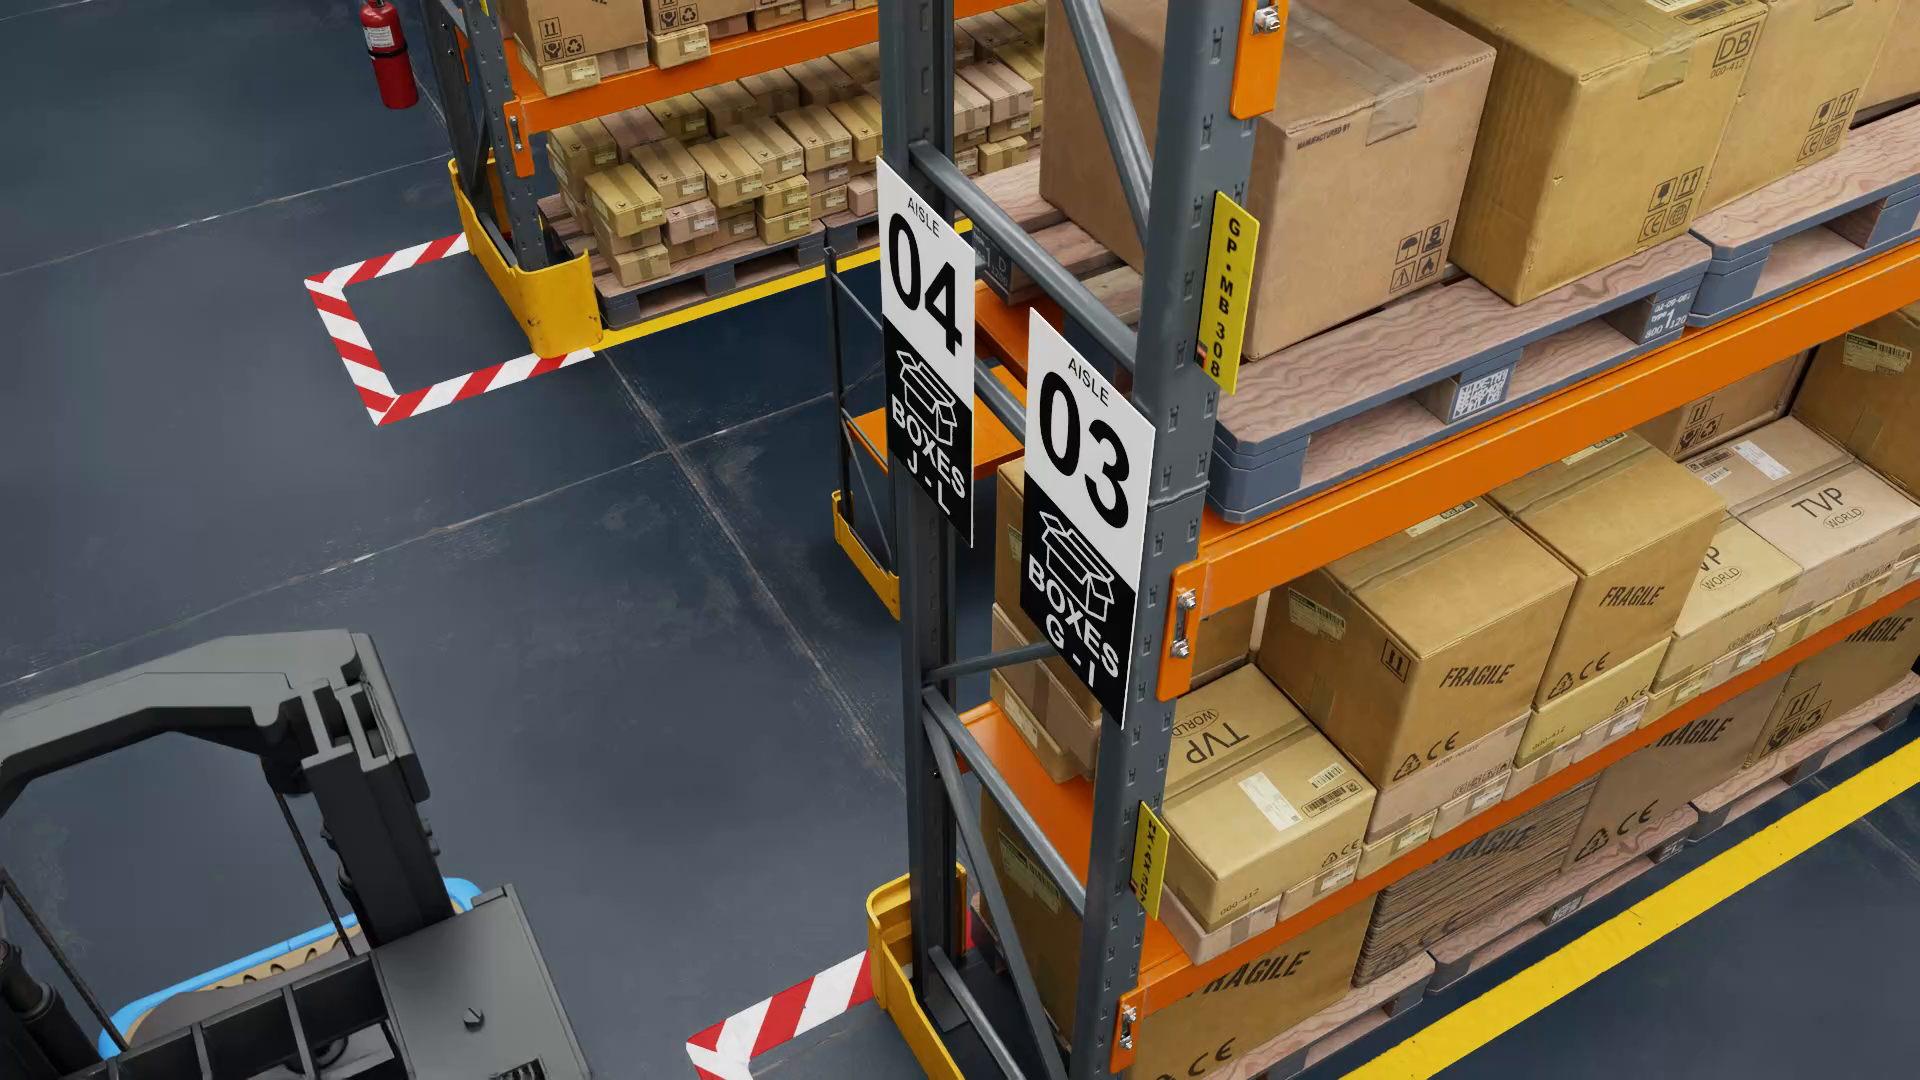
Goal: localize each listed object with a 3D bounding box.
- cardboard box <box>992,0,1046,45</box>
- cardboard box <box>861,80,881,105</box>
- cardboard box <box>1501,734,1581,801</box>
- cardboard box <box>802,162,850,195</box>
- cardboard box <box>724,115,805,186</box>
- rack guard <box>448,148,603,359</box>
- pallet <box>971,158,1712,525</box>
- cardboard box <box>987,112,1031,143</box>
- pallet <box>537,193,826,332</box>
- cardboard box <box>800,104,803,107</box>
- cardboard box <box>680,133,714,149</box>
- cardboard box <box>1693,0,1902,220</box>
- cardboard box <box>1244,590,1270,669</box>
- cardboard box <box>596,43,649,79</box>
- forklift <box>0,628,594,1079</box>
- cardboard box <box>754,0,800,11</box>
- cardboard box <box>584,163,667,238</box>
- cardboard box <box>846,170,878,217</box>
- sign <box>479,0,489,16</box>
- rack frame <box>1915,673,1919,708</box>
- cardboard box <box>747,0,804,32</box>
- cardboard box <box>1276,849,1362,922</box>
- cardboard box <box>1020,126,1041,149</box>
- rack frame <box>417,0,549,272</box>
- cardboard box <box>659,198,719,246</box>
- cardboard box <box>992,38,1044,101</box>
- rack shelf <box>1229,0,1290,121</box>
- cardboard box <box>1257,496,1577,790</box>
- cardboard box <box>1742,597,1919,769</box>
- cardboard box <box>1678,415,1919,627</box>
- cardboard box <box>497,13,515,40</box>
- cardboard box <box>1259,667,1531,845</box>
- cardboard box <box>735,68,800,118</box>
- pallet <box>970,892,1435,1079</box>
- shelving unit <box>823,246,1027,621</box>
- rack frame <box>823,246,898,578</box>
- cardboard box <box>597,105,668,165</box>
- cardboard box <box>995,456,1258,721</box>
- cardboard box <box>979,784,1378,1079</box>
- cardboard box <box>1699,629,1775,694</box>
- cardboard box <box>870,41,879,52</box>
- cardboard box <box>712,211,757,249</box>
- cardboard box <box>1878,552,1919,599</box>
[{"bbox_3d":[0.360,-2.883,9.314,0.250,0.149,0.380,-22,48,-21],"label":"cardboard box"},{"bbox_3d":[-0.318,-2.257,8.669,0.250,0.149,0.380,-22,48,-21],"label":"cardboard box"},{"bbox_3d":[1.503,0.513,4.677,0.250,0.149,0.380,-23,49,-22],"label":"cardboard box"},{"bbox_3d":[-0.768,-1.959,8.576,0.250,0.149,0.380,-24,49,-23],"label":"cardboard box"},{"bbox_3d":[-0.984,-1.958,8.361,0.250,0.149,0.380,-24,49,-23],"label":"cardboard box"},{"bbox_3d":[-2.177,-1.455,8.320,0.348,0.500,1.175,-22,48,-21],"label":"rack guard"},{"bbox_3d":[0.778,-0.604,3.557,1.213,0.211,1.003,-22,48,-21],"label":"pallet"},{"bbox_3d":[0.181,-2.314,8.941,0.250,0.149,0.380,-21,48,-20],"label":"cardboard box"},{"bbox_3d":[-1.455,-1.612,8.689,1.213,0.211,1.003,-22,48,-21],"label":"pallet"},{"bbox_3d":[-0.804,-2.362,8.991,0.250,0.149,0.380,-20,47,-19],"label":"cardboard box"},{"bbox_3d":[-1.478,-2.097,8.718,0.250,0.149,0.380,-24,49,-23],"label":"cardboard box"},{"bbox_3d":[1.537,-1.138,3.599,0.500,0.500,0.700,-25,49,-24],"label":"cardboard box"},{"bbox_3d":[0.869,0.148,4.767,0.500,0.250,0.500,-23,49,-22],"label":"cardboard box"},{"bbox_3d":[-1.599,-2.263,7.538,0.250,0.149,0.380,-20,48,-20],"label":"cardboard box"},{"bbox_3d":[-1.132,1.712,3.311,1.130,2.935,3.031,-20,48,-20],"label":"forklift"},{"bbox_3d":[-0.834,-2.821,7.647,0.500,0.500,0.500,-21,48,-20],"label":"cardboard box"},{"bbox_3d":[-1.619,-1.643,8.037,0.250,0.149,0.380,-24,49,-23],"label":"cardboard box"},{"bbox_3d":[-0.522,-1.875,8.703,0.250,0.149,0.380,-24,49,-23],"label":"cardboard box"},{"bbox_3d":[-1.972,-2.309,6.783,0.005,0.325,0.100,-22,48,-21],"label":"sign"},{"bbox_3d":[3.609,-0.683,5.730,0.127,3.000,1.000,-22,48,-21],"label":"rack frame"},{"bbox_3d":[-0.935,-2.576,7.860,0.250,0.149,0.380,-22,48,-21],"label":"cardboard box"},{"bbox_3d":[0.834,0.781,4.401,0.250,0.149,0.380,-22,48,-22],"label":"cardboard box"},{"bbox_3d":[0.302,-2.311,9.152,0.250,0.149,0.380,-23,49,-22],"label":"cardboard box"},{"bbox_3d":[-2.243,-2.326,7.422,0.127,3.000,1.000,-22,48,-21],"label":"rack frame"},{"bbox_3d":[-1.395,-1.648,8.255,0.250,0.149,0.380,-22,48,-21],"label":"cardboard box"},{"bbox_3d":[0.369,-2.528,8.948,0.250,0.149,0.380,-20,48,-20],"label":"cardboard box"},{"bbox_3d":[1.875,-1.740,3.315,4.000,0.370,1.077,-22,48,-21],"label":"rack shelf"},{"bbox_3d":[1.125,0.206,4.169,0.500,0.500,0.500,-23,49,-22],"label":"cardboard box"},{"bbox_3d":[2.997,0.109,6.137,0.875,0.875,0.875,-22,48,-21],"label":"cardboard box"},{"bbox_3d":[2.467,-0.066,4.988,0.500,0.250,0.500,-21,48,-20],"label":"cardboard box"},{"bbox_3d":[-2.101,-2.519,7.802,0.250,0.149,0.380,-22,48,-21],"label":"cardboard box"},{"bbox_3d":[1.139,0.464,4.442,0.500,0.250,0.500,-22,48,-21],"label":"cardboard box"},{"bbox_3d":[-1.041,-2.401,8.818,0.250,0.149,0.380,-20,48,-20],"label":"cardboard box"},{"bbox_3d":[0.795,1.381,5.605,1.213,0.211,1.003,-22,48,-21],"label":"pallet"},{"bbox_3d":[0.066,-0.565,6.684,1.083,1.500,0.587,-22,48,-21],"label":"shelving unit"},{"bbox_3d":[-0.367,-0.391,6.506,0.032,1.500,0.500,-22,48,-21],"label":"rack frame"},{"bbox_3d":[-1.664,-2.056,8.462,0.250,0.149,0.380,-21,48,-20],"label":"cardboard box"},{"bbox_3d":[0.432,0.055,4.325,0.500,0.500,0.500,-21,48,-20],"label":"cardboard box"},{"bbox_3d":[0.656,1.046,5.172,0.875,0.875,0.875,-22,48,-21],"label":"cardboard box"},{"bbox_3d":[2.172,0.244,4.954,0.250,0.149,0.380,-21,48,-20],"label":"cardboard box"},{"bbox_3d":[-0.311,-2.595,9.018,0.250,0.149,0.380,-24,49,-23],"label":"cardboard box"},{"bbox_3d":[-1.231,-1.672,8.494,0.250,0.149,0.380,-21,48,-21],"label":"cardboard box"},{"bbox_3d":[2.839,-0.022,5.228,0.250,0.149,0.380,-21,48,-20],"label":"cardboard box"}]
